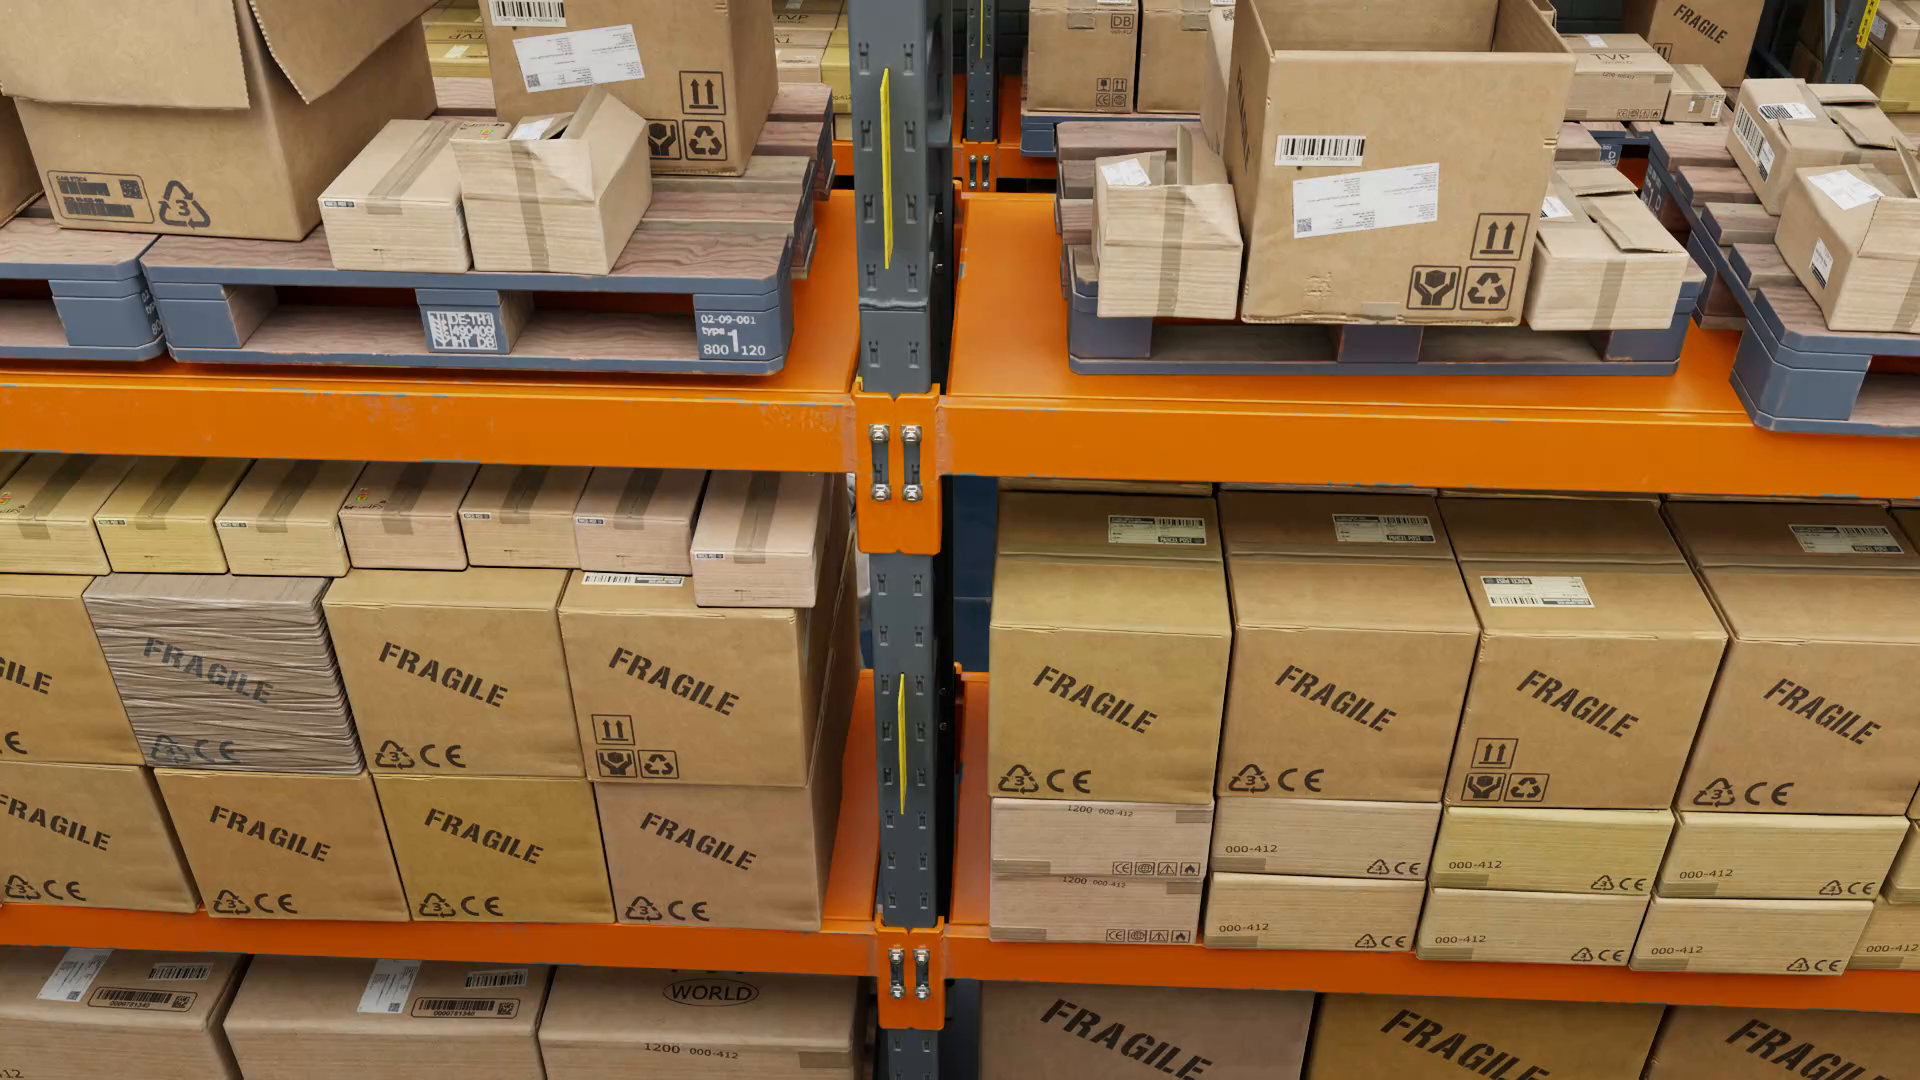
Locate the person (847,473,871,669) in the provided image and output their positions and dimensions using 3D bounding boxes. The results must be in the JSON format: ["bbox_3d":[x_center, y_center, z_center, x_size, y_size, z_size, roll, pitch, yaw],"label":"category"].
[{"bbox_3d":[-0.471,0.126,5.964,0.379,1.759,0.538,2,35,3],"label":"person"}]
